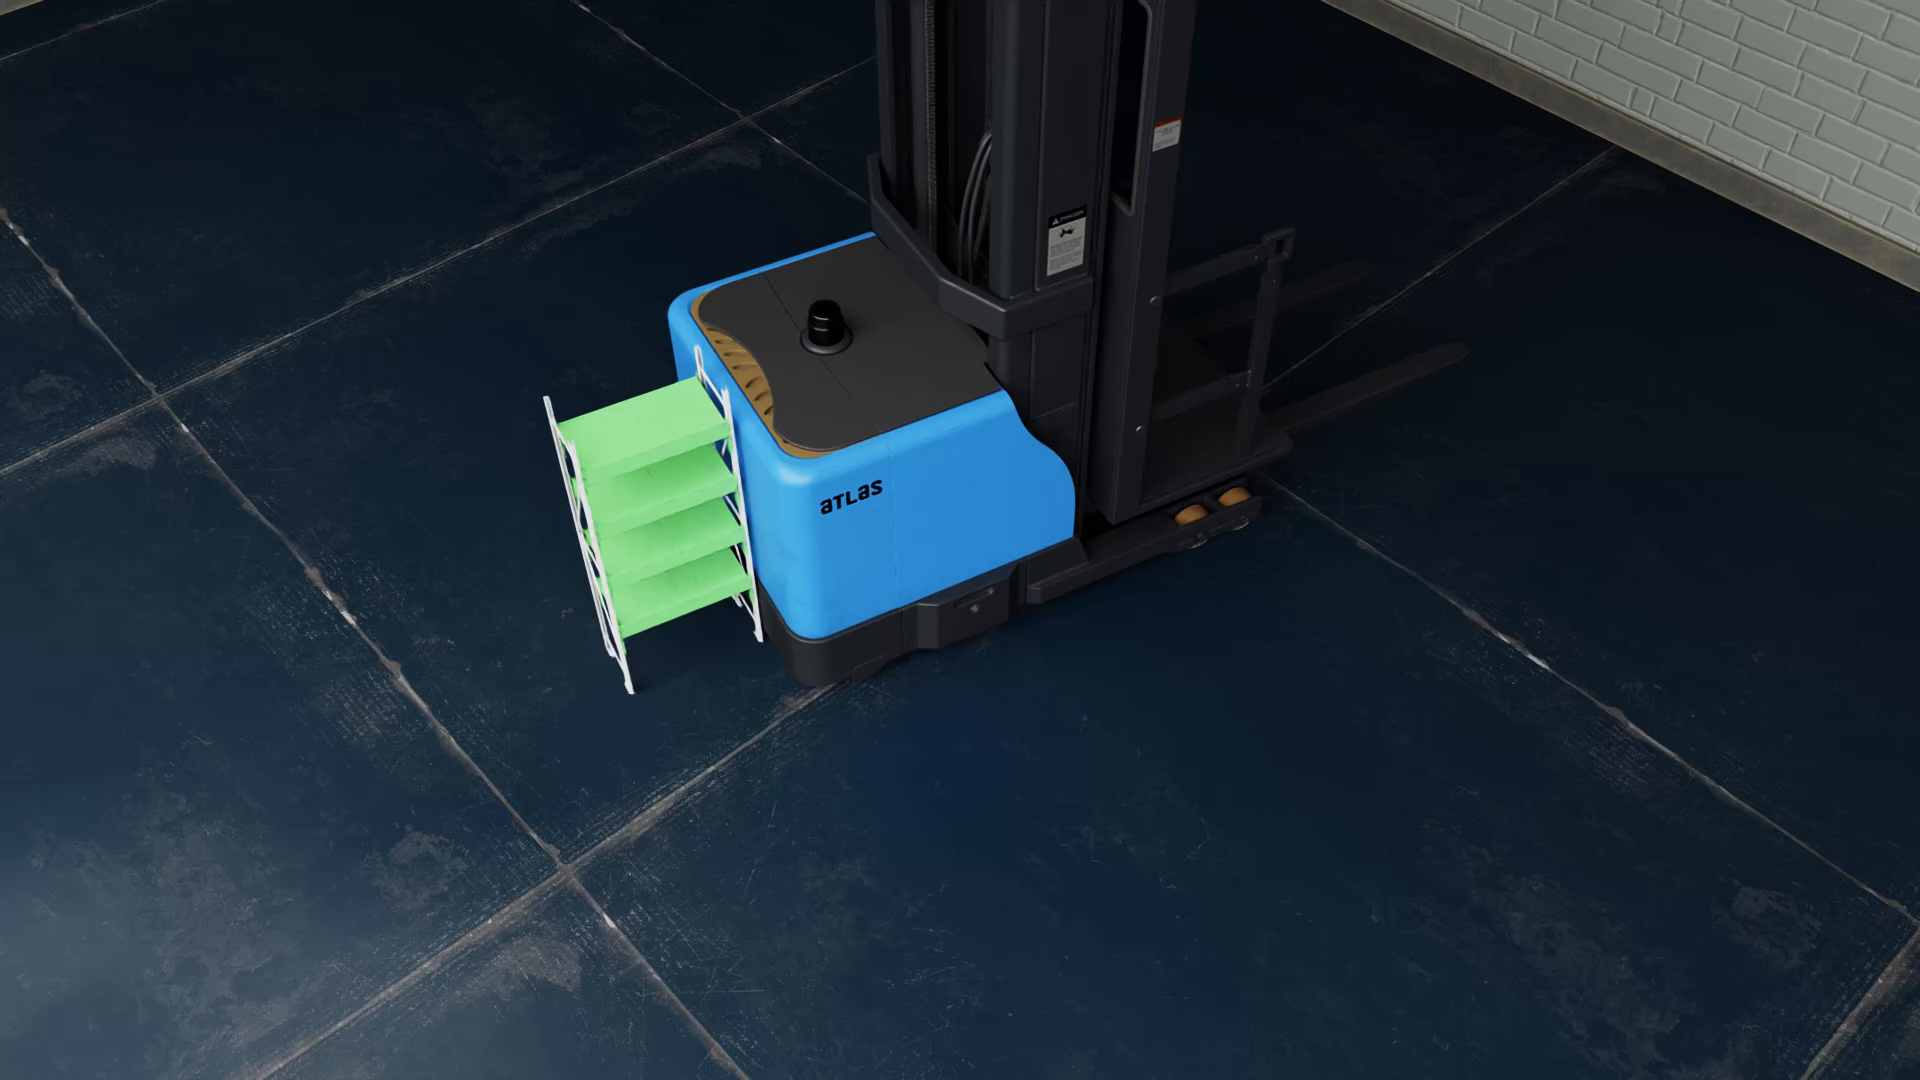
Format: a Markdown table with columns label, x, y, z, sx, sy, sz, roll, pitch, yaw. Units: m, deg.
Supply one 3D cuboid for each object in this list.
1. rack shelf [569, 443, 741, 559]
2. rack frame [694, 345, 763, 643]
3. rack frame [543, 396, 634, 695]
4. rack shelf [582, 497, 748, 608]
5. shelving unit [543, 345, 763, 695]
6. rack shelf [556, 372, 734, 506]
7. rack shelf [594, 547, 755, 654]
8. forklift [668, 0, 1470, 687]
| label | x | y | z | sx | sy | sz | roll | pitch | yaw |
| --- | --- | --- | --- | --- | --- | --- | --- | --- | --- |
| rack shelf | -0.979 | -0.155 | 5.336 | 0.480 | 0.148 | 0.258 | -22 | 51 | -19 |
| rack frame | -0.764 | -0.121 | 5.544 | 0.015 | 1.200 | 0.240 | -22 | 51 | -19 |
| rack frame | -1.193 | 0.050 | 5.387 | 0.015 | 1.200 | 0.240 | -22 | 51 | -19 |
| rack shelf | -0.978 | 0.008 | 5.513 | 0.480 | 0.148 | 0.258 | -22 | 51 | -19 |
| shelving unit | -0.978 | -0.035 | 5.466 | 0.503 | 1.200 | 0.258 | -22 | 51 | -19 |
| rack shelf | -0.979 | -0.317 | 5.160 | 0.480 | 0.148 | 0.258 | -22 | 51 | -19 |
| rack shelf | -0.978 | 0.170 | 5.689 | 0.480 | 0.148 | 0.258 | -22 | 51 | -19 |
| forklift | 0.553 | -1.284 | 5.440 | 3.031 | 2.935 | 1.130 | -22 | 51 | -19 |
